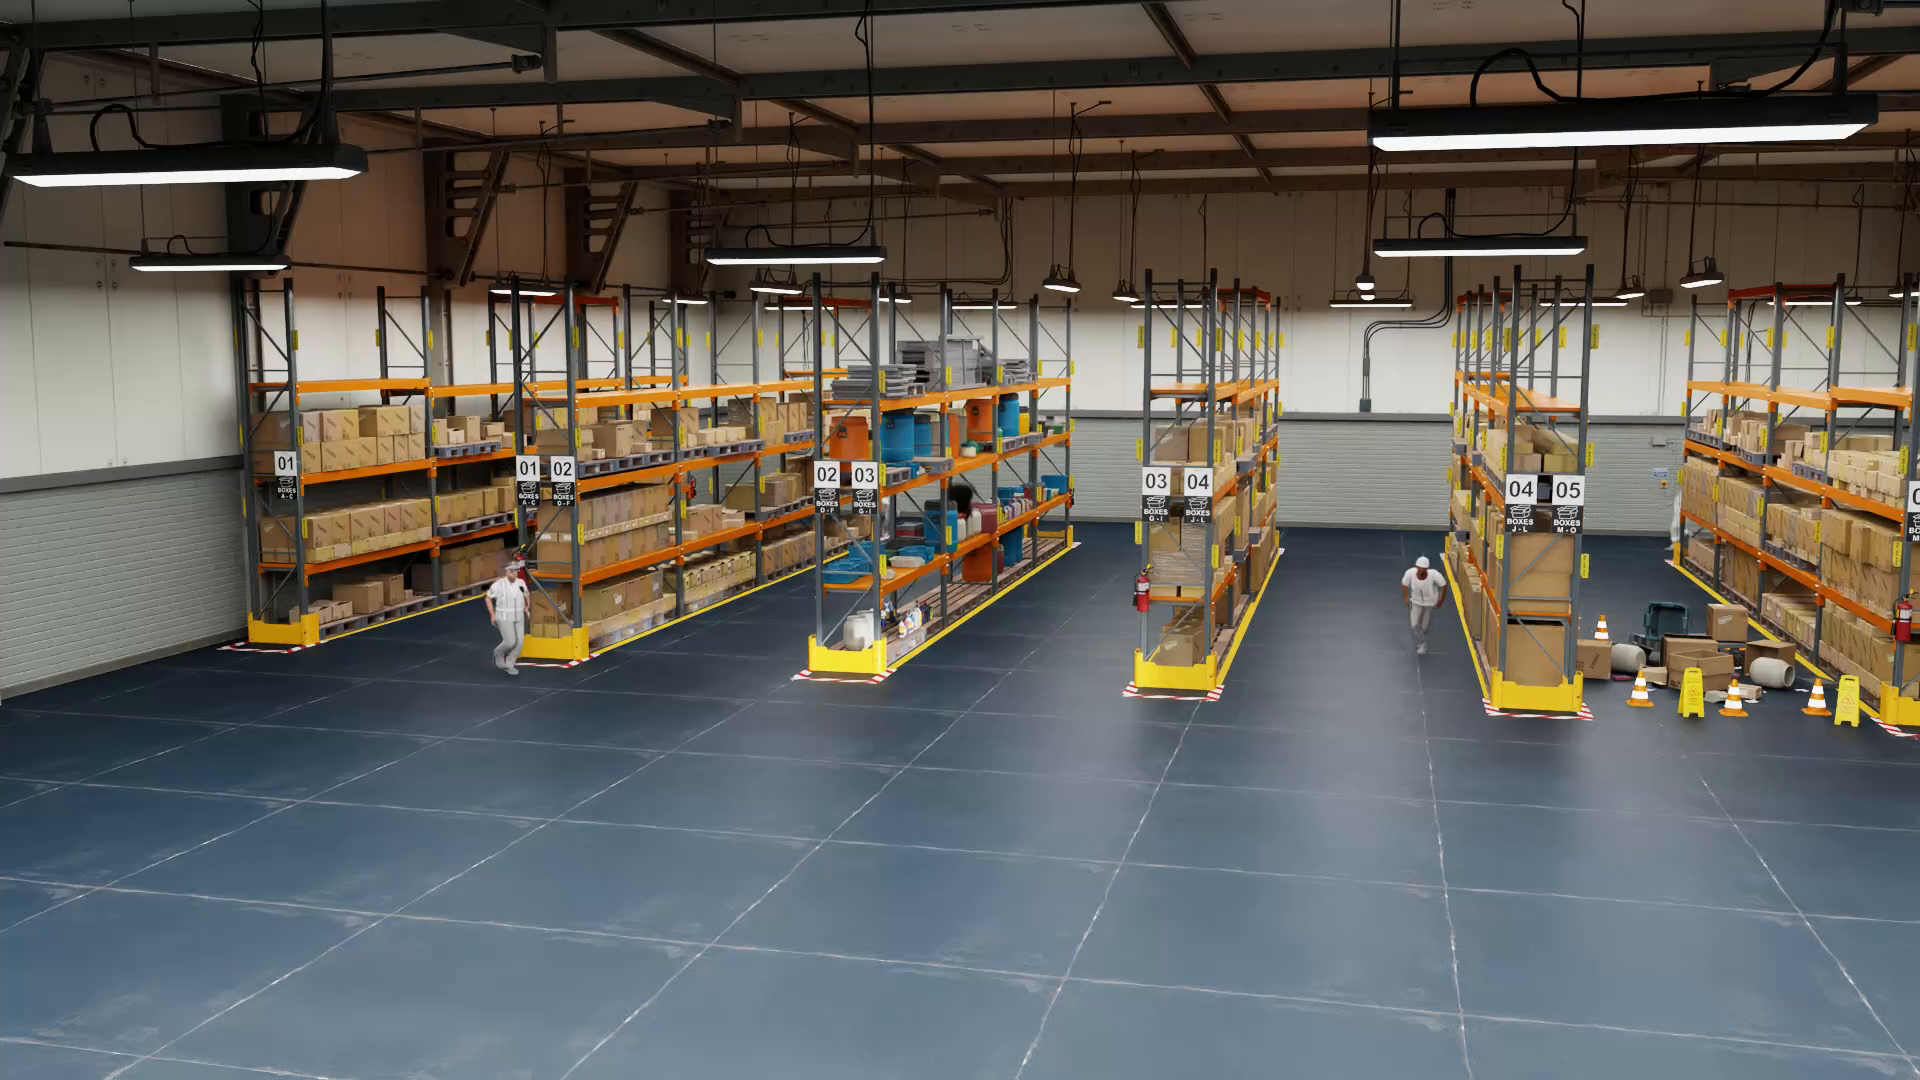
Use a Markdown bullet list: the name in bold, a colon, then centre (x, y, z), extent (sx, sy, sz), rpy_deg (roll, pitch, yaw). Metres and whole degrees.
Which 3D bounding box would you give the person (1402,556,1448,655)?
- **person**: centre (7.455, 1.029, 26.684), extent (0.720, 1.602, 0.975), rpy_deg (3, 7, 22)

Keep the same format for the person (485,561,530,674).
- **person**: centre (-6.724, 1.166, 24.934), extent (0.649, 1.729, 0.636), rpy_deg (-6, 9, -41)

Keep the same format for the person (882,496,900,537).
- **person**: centre (-1.795, -0.913, 42.519), extent (0.520, 1.662, 0.640), rpy_deg (6, 9, 40)

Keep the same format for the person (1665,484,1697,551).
- **person**: centre (17.197, -0.605, 39.558), extent (0.795, 1.751, 0.664), rpy_deg (0, 7, 2)
